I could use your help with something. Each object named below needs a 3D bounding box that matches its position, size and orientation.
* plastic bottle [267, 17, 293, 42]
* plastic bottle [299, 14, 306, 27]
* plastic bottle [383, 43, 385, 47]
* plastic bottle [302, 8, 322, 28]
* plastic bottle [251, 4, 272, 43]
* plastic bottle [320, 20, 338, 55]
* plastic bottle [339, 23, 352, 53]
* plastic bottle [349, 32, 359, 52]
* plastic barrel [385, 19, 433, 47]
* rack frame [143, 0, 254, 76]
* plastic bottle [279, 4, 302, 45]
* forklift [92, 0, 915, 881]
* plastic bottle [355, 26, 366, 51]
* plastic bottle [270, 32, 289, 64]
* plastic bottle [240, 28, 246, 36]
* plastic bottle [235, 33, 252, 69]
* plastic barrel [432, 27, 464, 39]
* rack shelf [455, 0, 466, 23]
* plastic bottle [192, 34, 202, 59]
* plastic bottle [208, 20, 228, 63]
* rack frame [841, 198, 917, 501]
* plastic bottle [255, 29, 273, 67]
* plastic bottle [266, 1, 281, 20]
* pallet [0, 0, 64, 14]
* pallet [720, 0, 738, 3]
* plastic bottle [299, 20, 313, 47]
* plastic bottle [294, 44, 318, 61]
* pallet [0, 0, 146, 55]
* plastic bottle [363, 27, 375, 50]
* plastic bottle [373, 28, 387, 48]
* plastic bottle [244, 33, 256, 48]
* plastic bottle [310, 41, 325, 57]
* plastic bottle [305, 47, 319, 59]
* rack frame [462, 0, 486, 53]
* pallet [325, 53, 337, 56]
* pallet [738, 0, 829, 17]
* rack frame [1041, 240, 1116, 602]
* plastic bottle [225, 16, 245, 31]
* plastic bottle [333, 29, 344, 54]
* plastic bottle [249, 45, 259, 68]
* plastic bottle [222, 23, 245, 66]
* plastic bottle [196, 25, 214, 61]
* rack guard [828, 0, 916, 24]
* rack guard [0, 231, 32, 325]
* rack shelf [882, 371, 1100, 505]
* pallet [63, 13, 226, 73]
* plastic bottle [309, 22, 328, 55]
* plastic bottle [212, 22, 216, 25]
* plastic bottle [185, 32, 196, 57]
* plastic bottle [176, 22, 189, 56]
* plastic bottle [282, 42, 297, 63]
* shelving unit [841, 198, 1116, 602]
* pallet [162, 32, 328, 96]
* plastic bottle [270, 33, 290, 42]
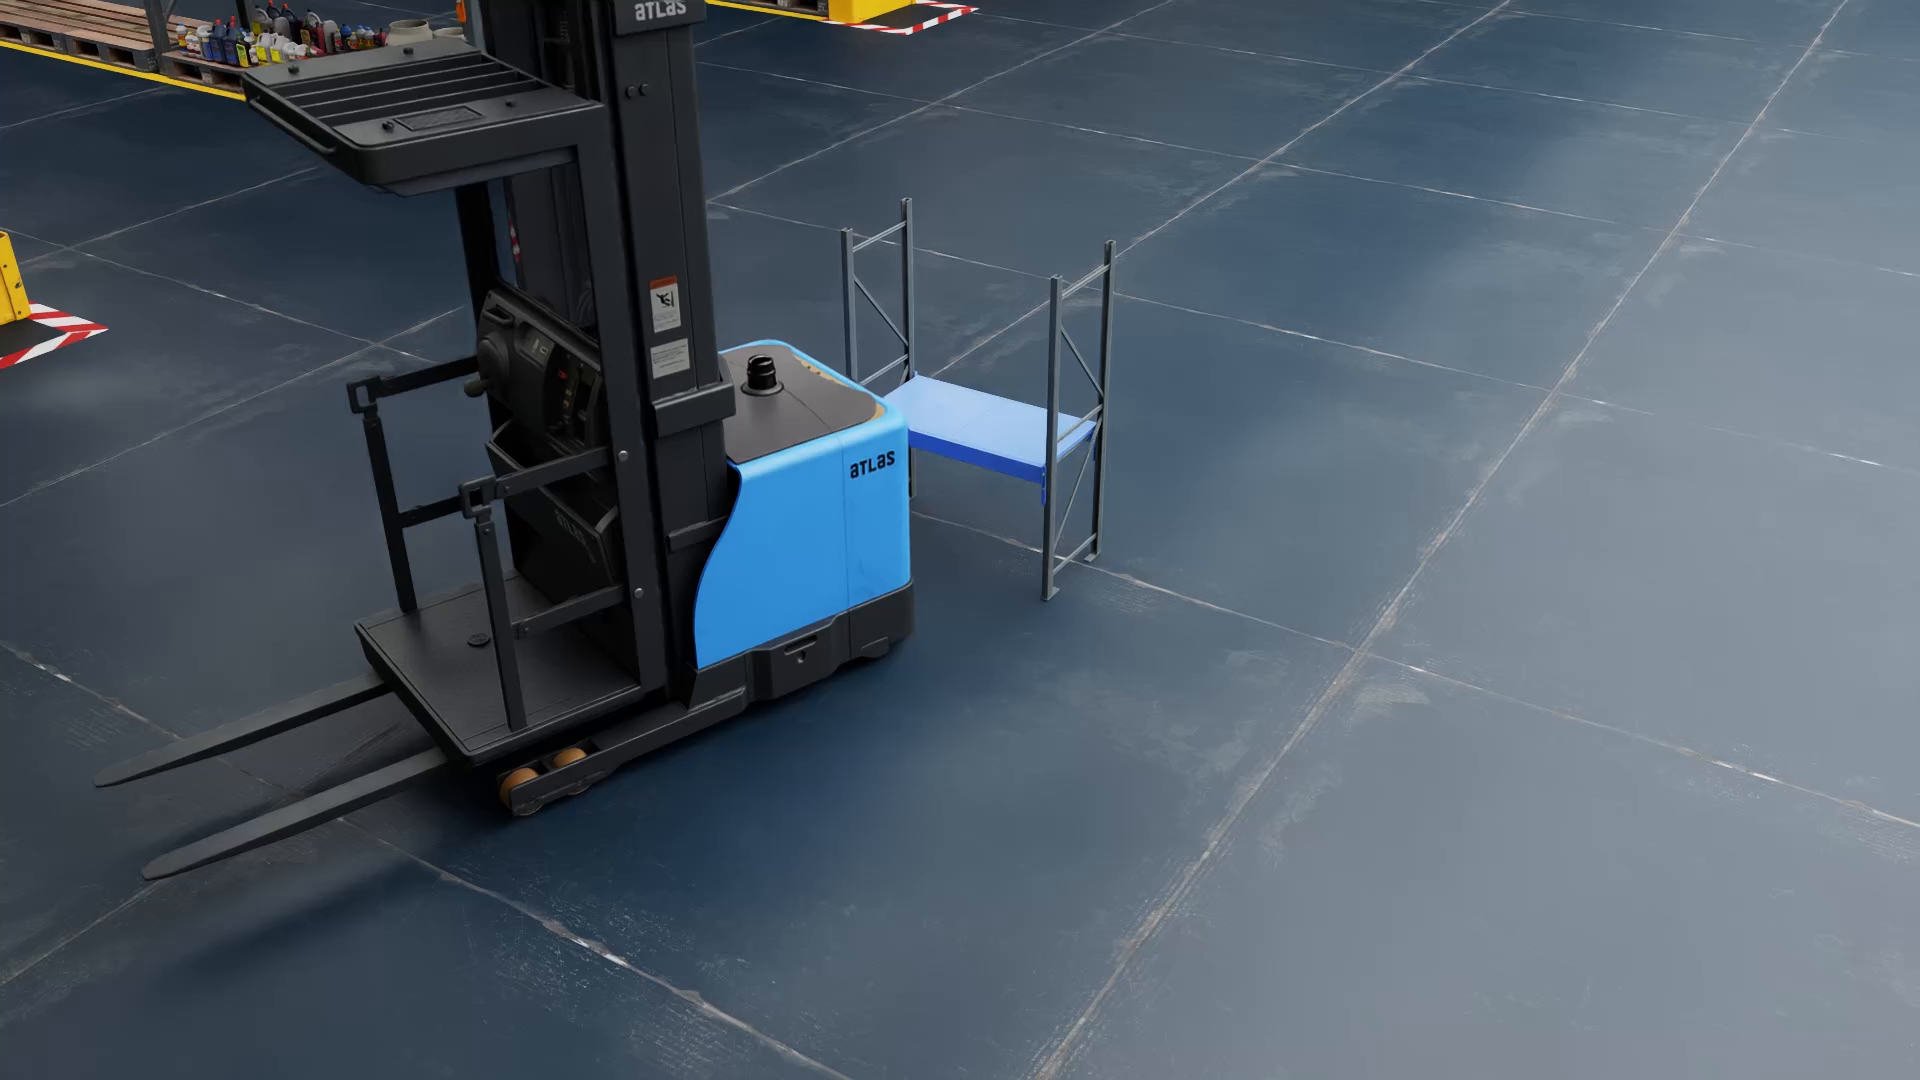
[{"bbox_3d":[-6.039,-4.501,14.755,0.135,0.276,0.152,18,35,27],"label":"plastic bottle"},{"bbox_3d":[-5.822,-4.548,14.828,0.133,0.283,0.061,20,36,31],"label":"plastic bottle"},{"bbox_3d":[-4.913,-4.214,14.338,0.097,0.201,0.097,0,30,0],"label":"plastic bottle"},{"bbox_3d":[-5.708,-4.517,14.708,0.185,0.351,0.144,17,34,27],"label":"plastic bottle"},{"bbox_3d":[-6.221,-4.593,14.838,0.185,0.351,0.144,18,35,27],"label":"plastic bottle"},{"bbox_3d":[-5.573,-4.439,14.649,0.135,0.276,0.152,18,35,28],"label":"plastic bottle"},{"bbox_3d":[-5.372,-4.390,14.569,0.097,0.271,0.097,0,30,0],"label":"plastic bottle"},{"bbox_3d":[-5.284,-4.332,14.539,0.097,0.201,0.097,0,30,0],"label":"plastic bottle"},{"bbox_3d":[-4.478,-3.971,13.633,0.421,0.512,0.421,0,30,0],"label":"plastic barrel"},{"bbox_3d":[-6.843,-5.658,14.472,0.127,3.000,1.000,18,35,27],"label":"rack frame"},{"bbox_3d":[-5.982,-4.603,14.856,0.185,0.351,0.144,16,34,25],"label":"plastic bottle"},{"bbox_3d":[-1.664,-0.569,5.816,3.031,2.935,1.130,-22,37,-32],"label":"forklift"},{"bbox_3d":[-5.200,-4.336,14.476,0.097,0.271,0.097,0,30,0],"label":"plastic bottle"},{"bbox_3d":[-5.702,-4.096,13.987,0.185,0.351,0.144,19,35,29],"label":"plastic bottle"},{"bbox_3d":[-6.193,-4.289,14.396,0.097,0.271,0.097,0,30,0],"label":"plastic bottle"},{"bbox_3d":[-6.102,-4.169,14.179,0.133,0.283,0.061,19,35,29],"label":"plastic bottle"},{"bbox_3d":[-4.053,-3.837,13.403,0.421,0.512,0.421,0,30,0],"label":"plastic barrel"},{"bbox_3d":[-5.149,-4.812,13.735,4.000,0.370,1.077,18,35,27],"label":"rack shelf"},{"bbox_3d":[-6.634,-4.313,14.506,0.097,0.201,0.097,0,30,0],"label":"plastic bottle"},{"bbox_3d":[-6.380,-4.311,14.355,0.185,0.351,0.144,19,35,29],"label":"plastic bottle"},{"bbox_3d":[-0.358,-0.761,7.566,0.032,1.500,0.500,18,35,27],"label":"rack frame"},{"bbox_3d":[-5.860,-4.146,14.073,0.185,0.351,0.144,17,34,27],"label":"plastic bottle"},{"bbox_3d":[-6.144,-4.655,14.944,0.185,0.351,0.144,17,34,26],"label":"plastic bottle"},{"bbox_3d":[-9.595,-5.301,16.628,1.213,0.211,1.003,18,35,27],"label":"pallet"},{"bbox_3d":[-2.585,-6.076,17.956,1.213,0.211,1.003,18,35,27],"label":"pallet"},{"bbox_3d":[-5.741,-4.437,14.638,0.133,0.283,0.061,18,35,27],"label":"plastic bottle"},{"bbox_3d":[-5.442,-3.984,13.869,0.135,0.276,0.152,18,35,28],"label":"plastic bottle"},{"bbox_3d":[-8.566,-4.974,16.067,1.213,0.211,1.003,18,35,27],"label":"pallet"},{"bbox_3d":[-5.115,-4.309,14.430,0.097,0.271,0.097,0,30,0],"label":"plastic bottle"},{"bbox_3d":[-5.007,-4.291,14.387,0.133,0.283,0.061,18,35,28],"label":"plastic bottle"},{"bbox_3d":[-6.075,-4.202,14.248,0.097,0.271,0.097,0,30,0],"label":"plastic bottle"},{"bbox_3d":[-5.386,-4.033,13.946,0.133,0.283,0.061,18,35,27],"label":"plastic bottle"},{"bbox_3d":[-5.352,-3.932,13.772,0.133,0.283,0.061,18,35,29],"label":"plastic bottle"},{"bbox_3d":[-3.455,-4.587,12.635,0.127,3.000,1.000,18,35,27],"label":"rack frame"},{"bbox_3d":[-5.259,-3.930,14.276,1.213,0.211,1.003,18,35,27],"label":"pallet"},{"bbox_3d":[-1.555,-5.749,17.395,1.213,0.211,1.003,18,35,27],"label":"pallet"},{"bbox_3d":[0.503,-0.489,7.099,0.032,1.500,0.500,18,35,27],"label":"rack frame"},{"bbox_3d":[-6.303,-4.372,14.460,0.185,0.351,0.144,18,35,27],"label":"plastic bottle"},{"bbox_3d":[-5.458,-4.387,14.633,0.097,0.201,0.097,0,30,0],"label":"plastic bottle"},{"bbox_3d":[-5.993,-4.110,14.158,0.097,0.201,0.097,0,30,0],"label":"plastic bottle"},{"bbox_3d":[-6.220,-4.260,14.268,0.185,0.351,0.144,16,34,25],"label":"plastic bottle"},{"bbox_3d":[-6.518,-4.324,14.452,0.135,0.276,0.152,19,35,29],"label":"plastic bottle"},{"bbox_3d":[-0.886,-5.641,16.924,0.348,0.500,1.175,18,35,27],"label":"rack guard"},{"bbox_3d":[-6.071,-1.387,9.632,0.348,0.500,1.175,18,35,27],"label":"rack guard"},{"bbox_3d":[0.072,-0.470,7.424,1.000,0.185,0.538,18,35,27],"label":"rack shelf"},{"bbox_3d":[-7.529,-4.648,15.507,1.213,0.211,1.003,18,35,27],"label":"pallet"},{"bbox_3d":[-5.629,-4.397,14.569,0.133,0.283,0.061,18,35,27],"label":"plastic bottle"},{"bbox_3d":[-6.462,-4.373,14.529,0.133,0.283,0.061,18,35,27],"label":"plastic bottle"},{"bbox_3d":[-6.720,-4.340,14.553,0.097,0.201,0.097,0,30,0],"label":"plastic bottle"},{"bbox_3d":[-6.806,-4.397,14.582,0.097,0.271,0.097,0,30,0],"label":"plastic bottle"},{"bbox_3d":[-5.560,-4.022,13.933,0.135,0.276,0.152,17,34,26],"label":"plastic bottle"},{"bbox_3d":[0.072,-0.625,7.333,1.048,1.500,0.538,18,35,27],"label":"shelving unit"},{"bbox_3d":[-6.296,-4.256,14.836,1.213,0.211,1.003,18,35,27],"label":"pallet"},{"bbox_3d":[-5.802,-4.184,14.211,0.135,0.276,0.152,18,35,27],"label":"plastic bottle"}]
